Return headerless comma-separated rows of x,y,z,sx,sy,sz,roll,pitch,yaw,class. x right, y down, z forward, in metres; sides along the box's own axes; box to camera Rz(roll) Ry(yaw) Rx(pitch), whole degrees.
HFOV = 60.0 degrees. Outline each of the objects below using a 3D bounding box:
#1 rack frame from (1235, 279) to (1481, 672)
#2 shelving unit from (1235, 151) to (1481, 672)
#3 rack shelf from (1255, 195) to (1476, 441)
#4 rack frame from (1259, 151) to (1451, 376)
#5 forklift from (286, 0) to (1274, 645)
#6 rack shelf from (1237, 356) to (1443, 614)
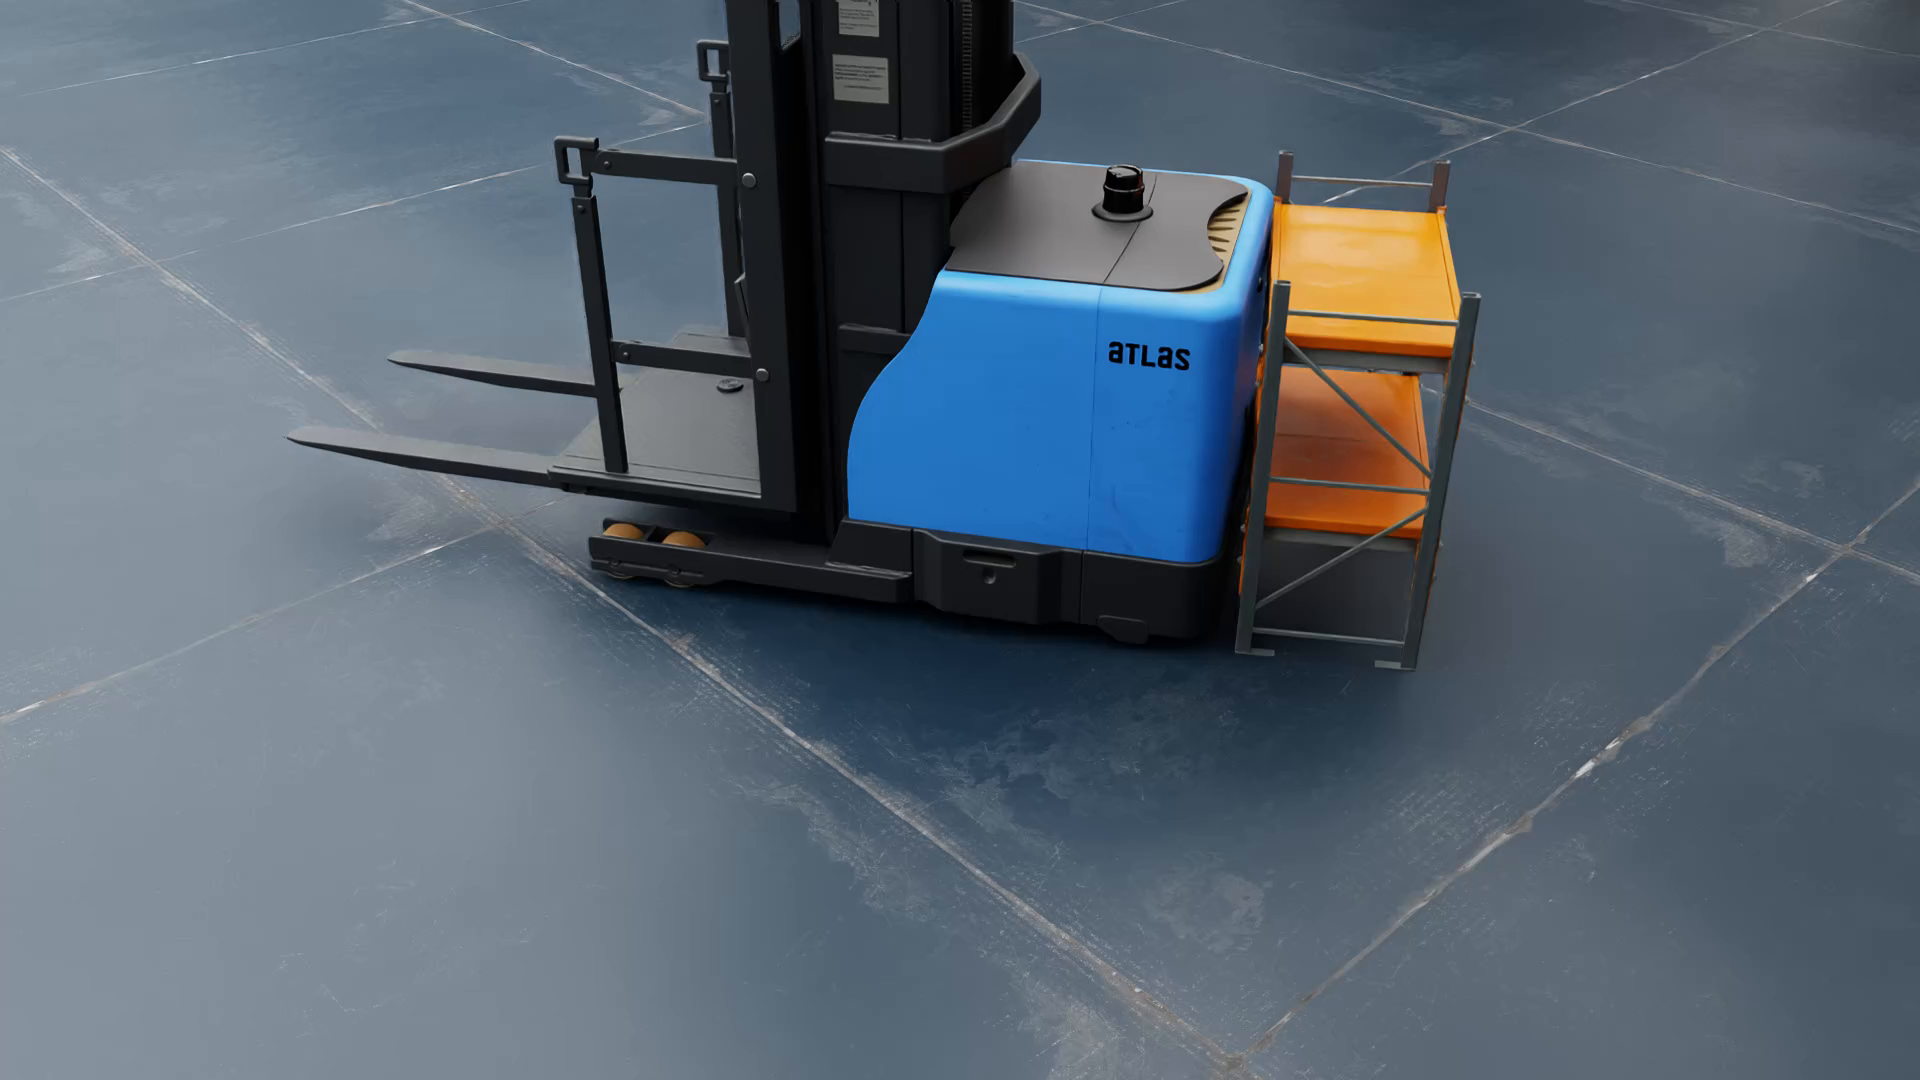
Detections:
1.029,-0.141,4.403,0.500,1.125,0.032,5,32,9,rack frame
1.118,-0.402,4.830,0.538,1.125,1.048,5,32,9,shelving unit
1.118,-0.652,4.677,0.538,0.278,1.000,5,32,9,rack shelf
1.207,-0.663,5.257,0.500,1.125,0.032,5,32,9,rack frame
-0.629,-1.364,4.671,3.031,2.935,1.130,8,32,12,forklift
1.118,-0.194,4.957,0.538,0.278,1.000,5,32,9,rack shelf
